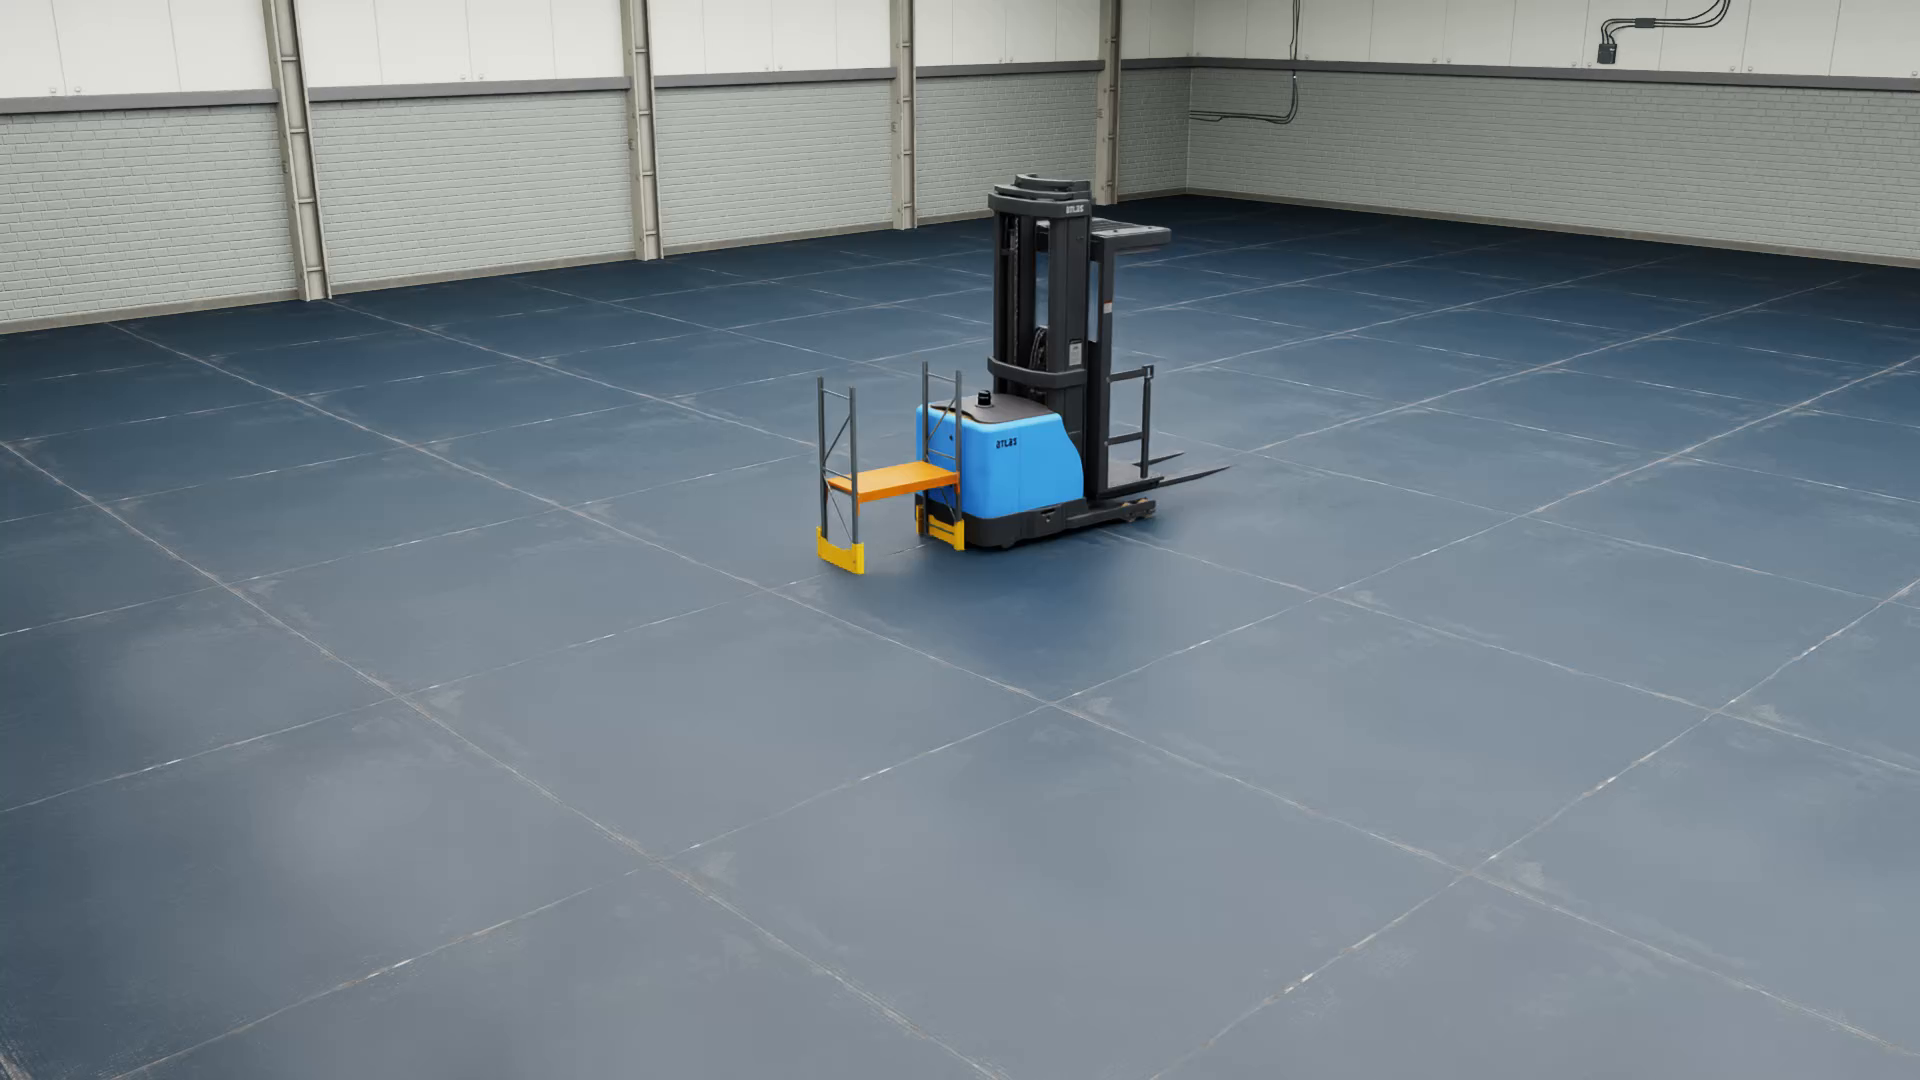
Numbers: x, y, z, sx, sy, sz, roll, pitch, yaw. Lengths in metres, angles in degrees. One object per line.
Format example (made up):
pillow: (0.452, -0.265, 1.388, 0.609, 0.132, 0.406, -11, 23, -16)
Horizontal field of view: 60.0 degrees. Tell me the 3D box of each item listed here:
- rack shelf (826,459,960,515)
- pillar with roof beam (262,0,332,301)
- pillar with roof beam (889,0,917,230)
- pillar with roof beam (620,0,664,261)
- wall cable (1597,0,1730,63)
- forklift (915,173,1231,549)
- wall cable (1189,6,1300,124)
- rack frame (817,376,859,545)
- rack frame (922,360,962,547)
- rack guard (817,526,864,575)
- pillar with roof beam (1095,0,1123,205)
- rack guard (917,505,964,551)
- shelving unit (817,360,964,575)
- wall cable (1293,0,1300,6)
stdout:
rack shelf: (-0.555, -0.437, 13.485, 1.000, 0.185, 0.538, -13, 22, -35)
pillar with roof beam: (-6.866, -6.996, 20.973, 0.400, 9.000, 9.100, -16, 24, -41)
pillar with roof beam: (1.853, -9.539, 28.816, 0.400, 9.000, 9.100, -16, 24, -41)
pillar with roof beam: (-2.506, -8.268, 24.894, 0.400, 9.000, 9.100, -16, 24, -41)
wall cable: (12.815, -11.590, 29.627, 0.169, 6.003, 2.305, -16, 24, -41)
forklift: (1.095, -1.666, 14.371, 3.031, 2.935, 1.130, -13, 22, -35)
wall cable: (6.305, -10.626, 37.203, 0.112, 2.526, 3.097, -16, 24, -41)
rack frame: (-0.961, -0.514, 13.138, 0.032, 1.500, 0.500, -13, 22, -35)
rack frame: (-0.150, -0.703, 13.721, 0.032, 1.500, 0.500, -13, 22, -35)
rack guard: (-0.960, 0.080, 13.332, 0.087, 0.250, 0.587, -13, 22, -35)
pillar with roof beam: (6.213, -10.811, 32.737, 0.400, 9.000, 9.100, -16, 24, -41)
rack guard: (-0.165, -0.105, 13.902, 0.087, 0.250, 0.587, -13, 22, -35)
shelving unit: (-0.563, -0.607, 13.424, 1.083, 1.500, 0.587, -13, 22, -35)
wall cable: (8.163, -12.422, 34.554, 0.112, 2.526, 3.097, -16, 24, -41)
